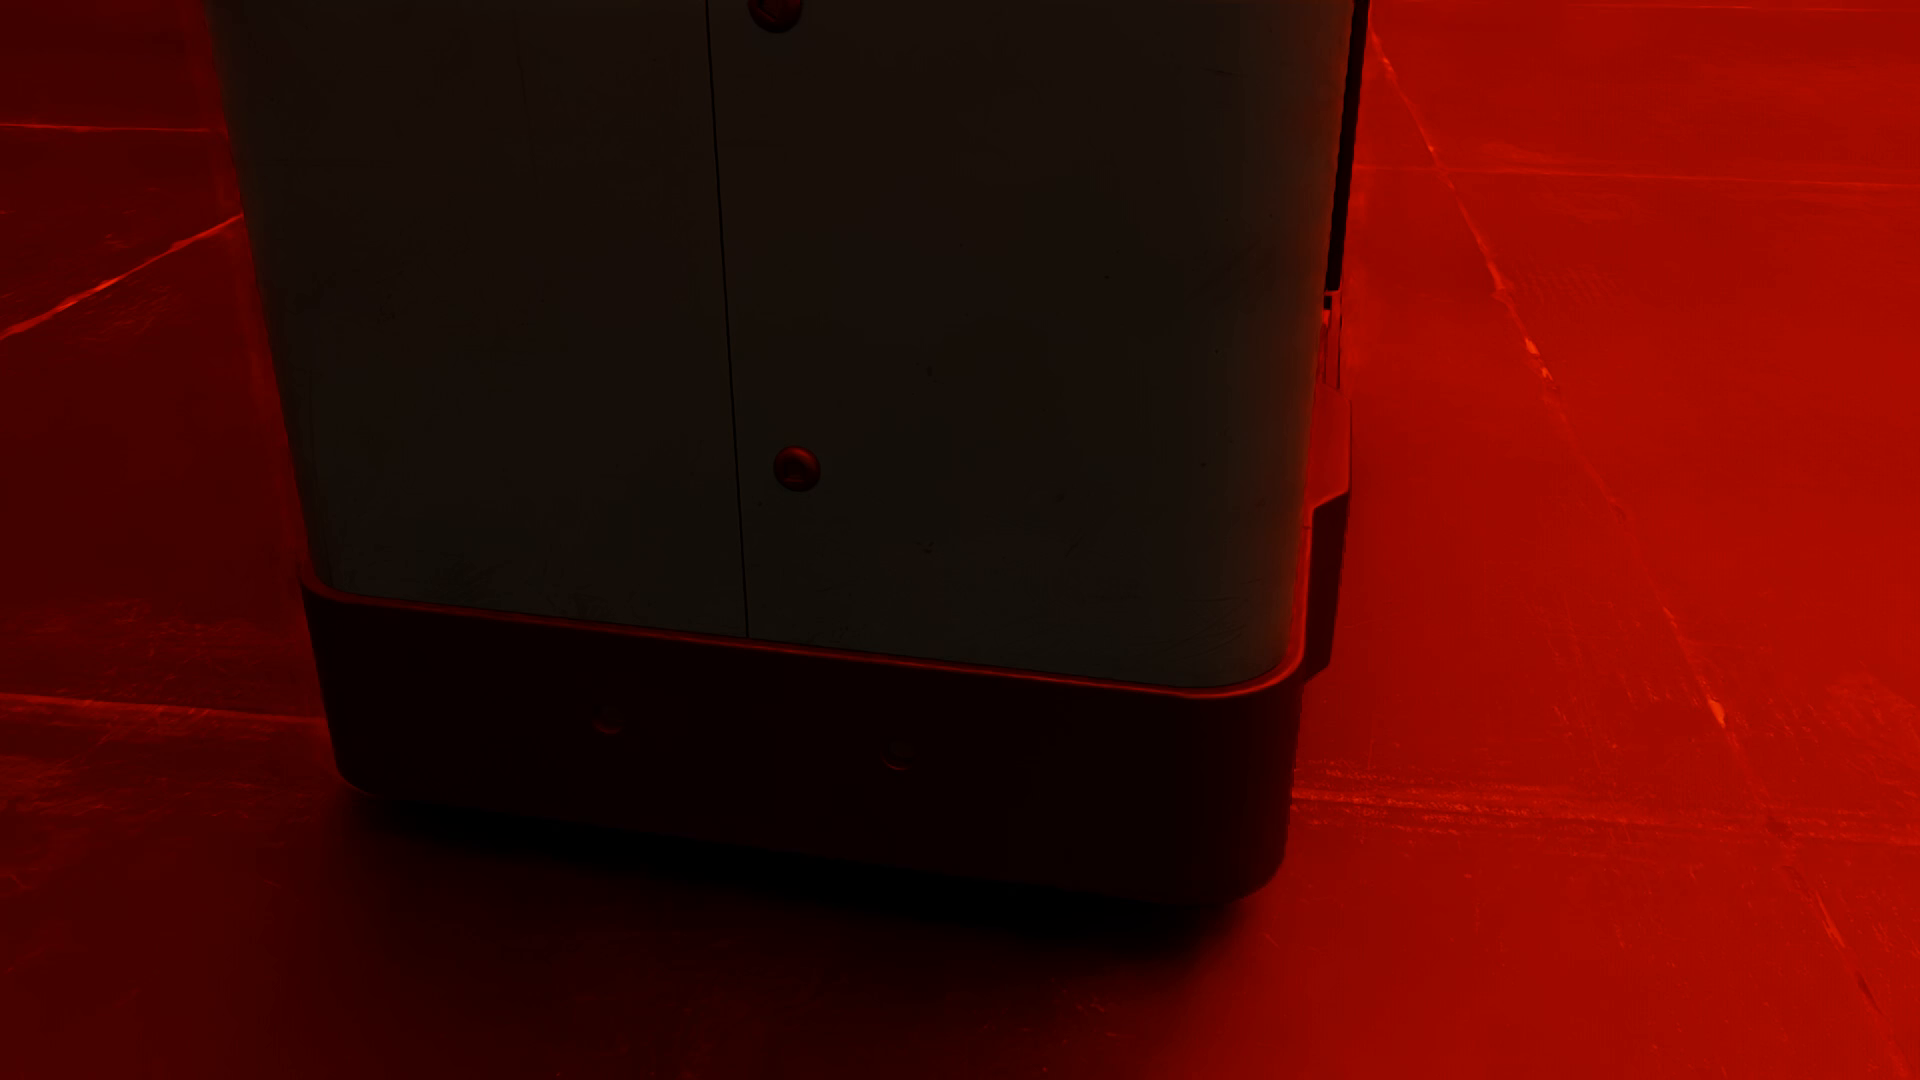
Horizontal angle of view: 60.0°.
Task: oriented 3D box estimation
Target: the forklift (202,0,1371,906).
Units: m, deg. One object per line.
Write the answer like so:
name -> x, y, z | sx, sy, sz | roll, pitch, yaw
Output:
forklift -> 0.118, -1.591, 2.406 | 1.130, 2.935, 3.031 | 6, 27, 11
